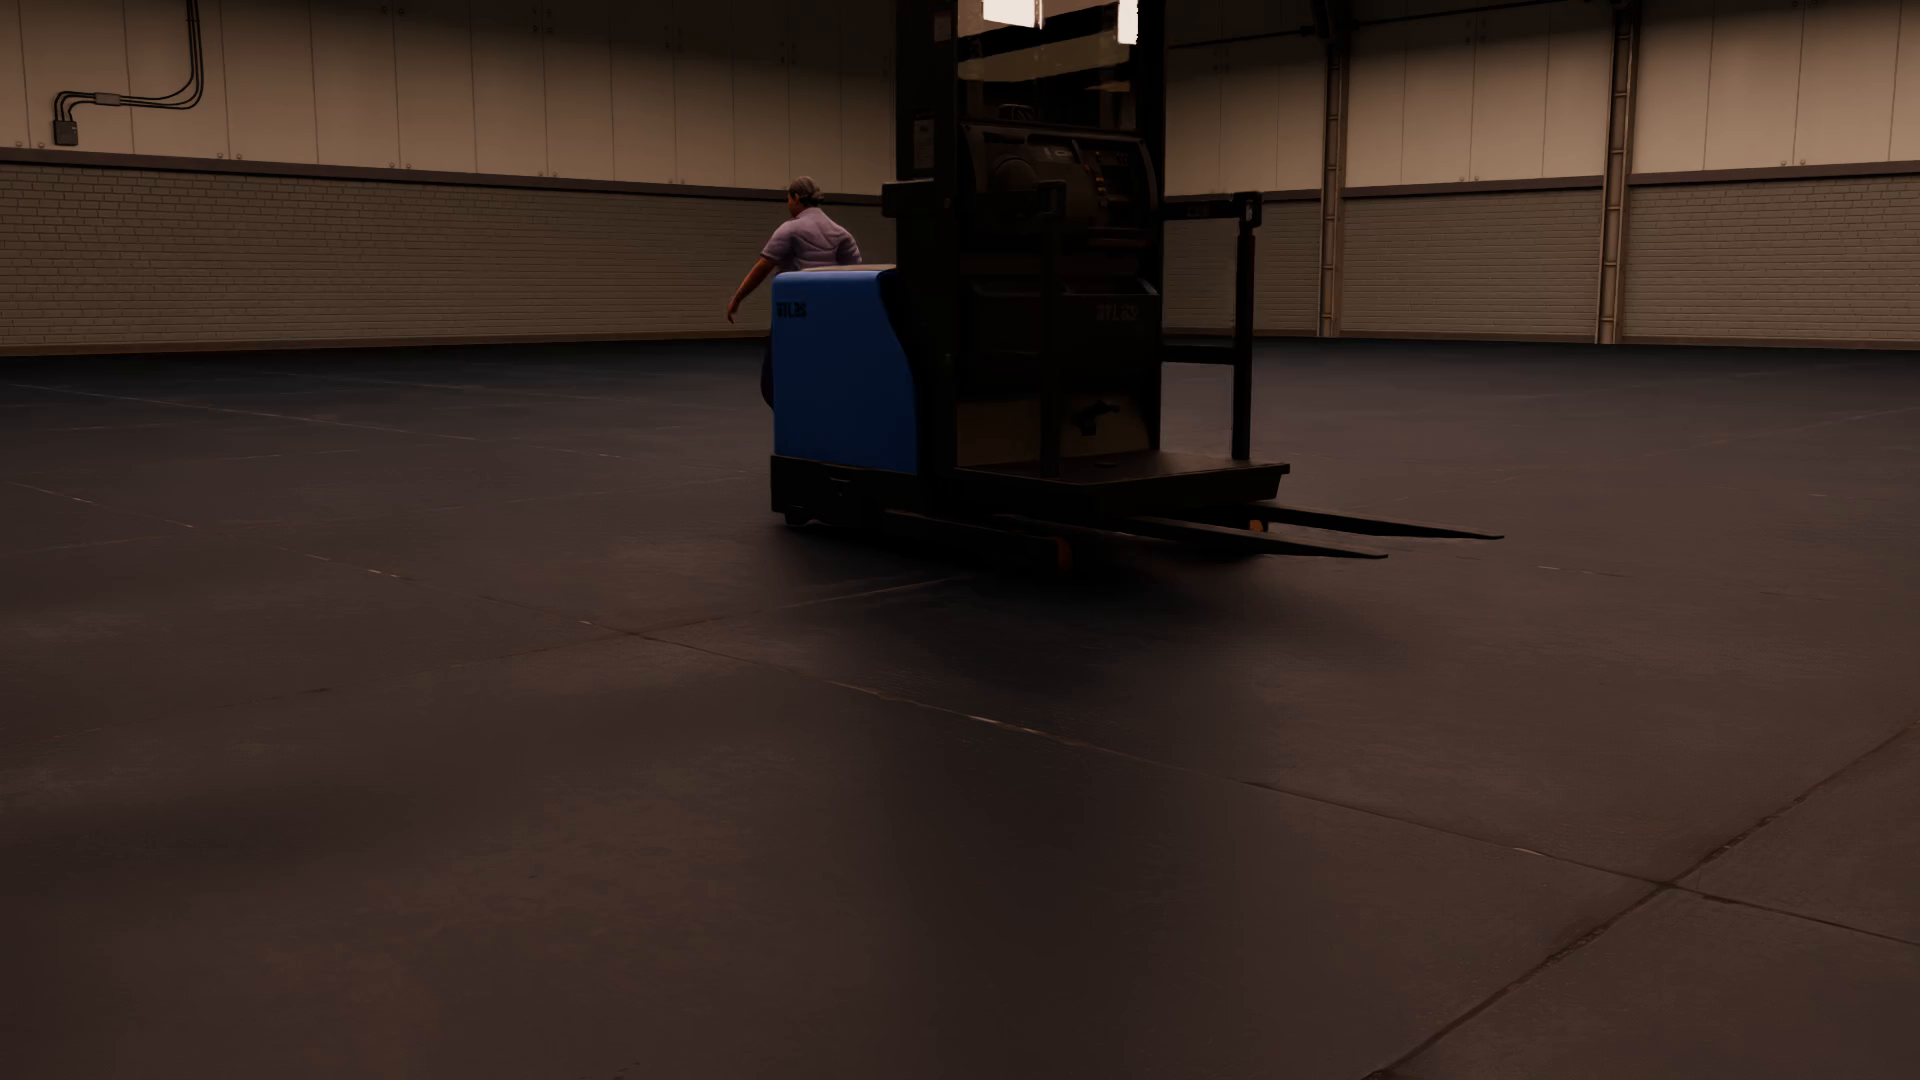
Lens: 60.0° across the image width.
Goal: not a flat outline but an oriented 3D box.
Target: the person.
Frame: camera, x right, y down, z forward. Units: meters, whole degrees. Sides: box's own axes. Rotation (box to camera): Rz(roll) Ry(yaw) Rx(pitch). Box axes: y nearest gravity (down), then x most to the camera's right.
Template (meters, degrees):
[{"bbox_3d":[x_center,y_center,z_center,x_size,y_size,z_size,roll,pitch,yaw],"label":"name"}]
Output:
[{"bbox_3d":[-0.840,-1.211,9.306,0.605,1.632,0.751,8,12,44],"label":"person"}]

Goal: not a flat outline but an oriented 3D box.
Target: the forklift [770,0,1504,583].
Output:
[{"bbox_3d":[0.520,-1.385,6.070,1.130,2.935,3.031,-7,11,-39],"label":"forklift"}]
